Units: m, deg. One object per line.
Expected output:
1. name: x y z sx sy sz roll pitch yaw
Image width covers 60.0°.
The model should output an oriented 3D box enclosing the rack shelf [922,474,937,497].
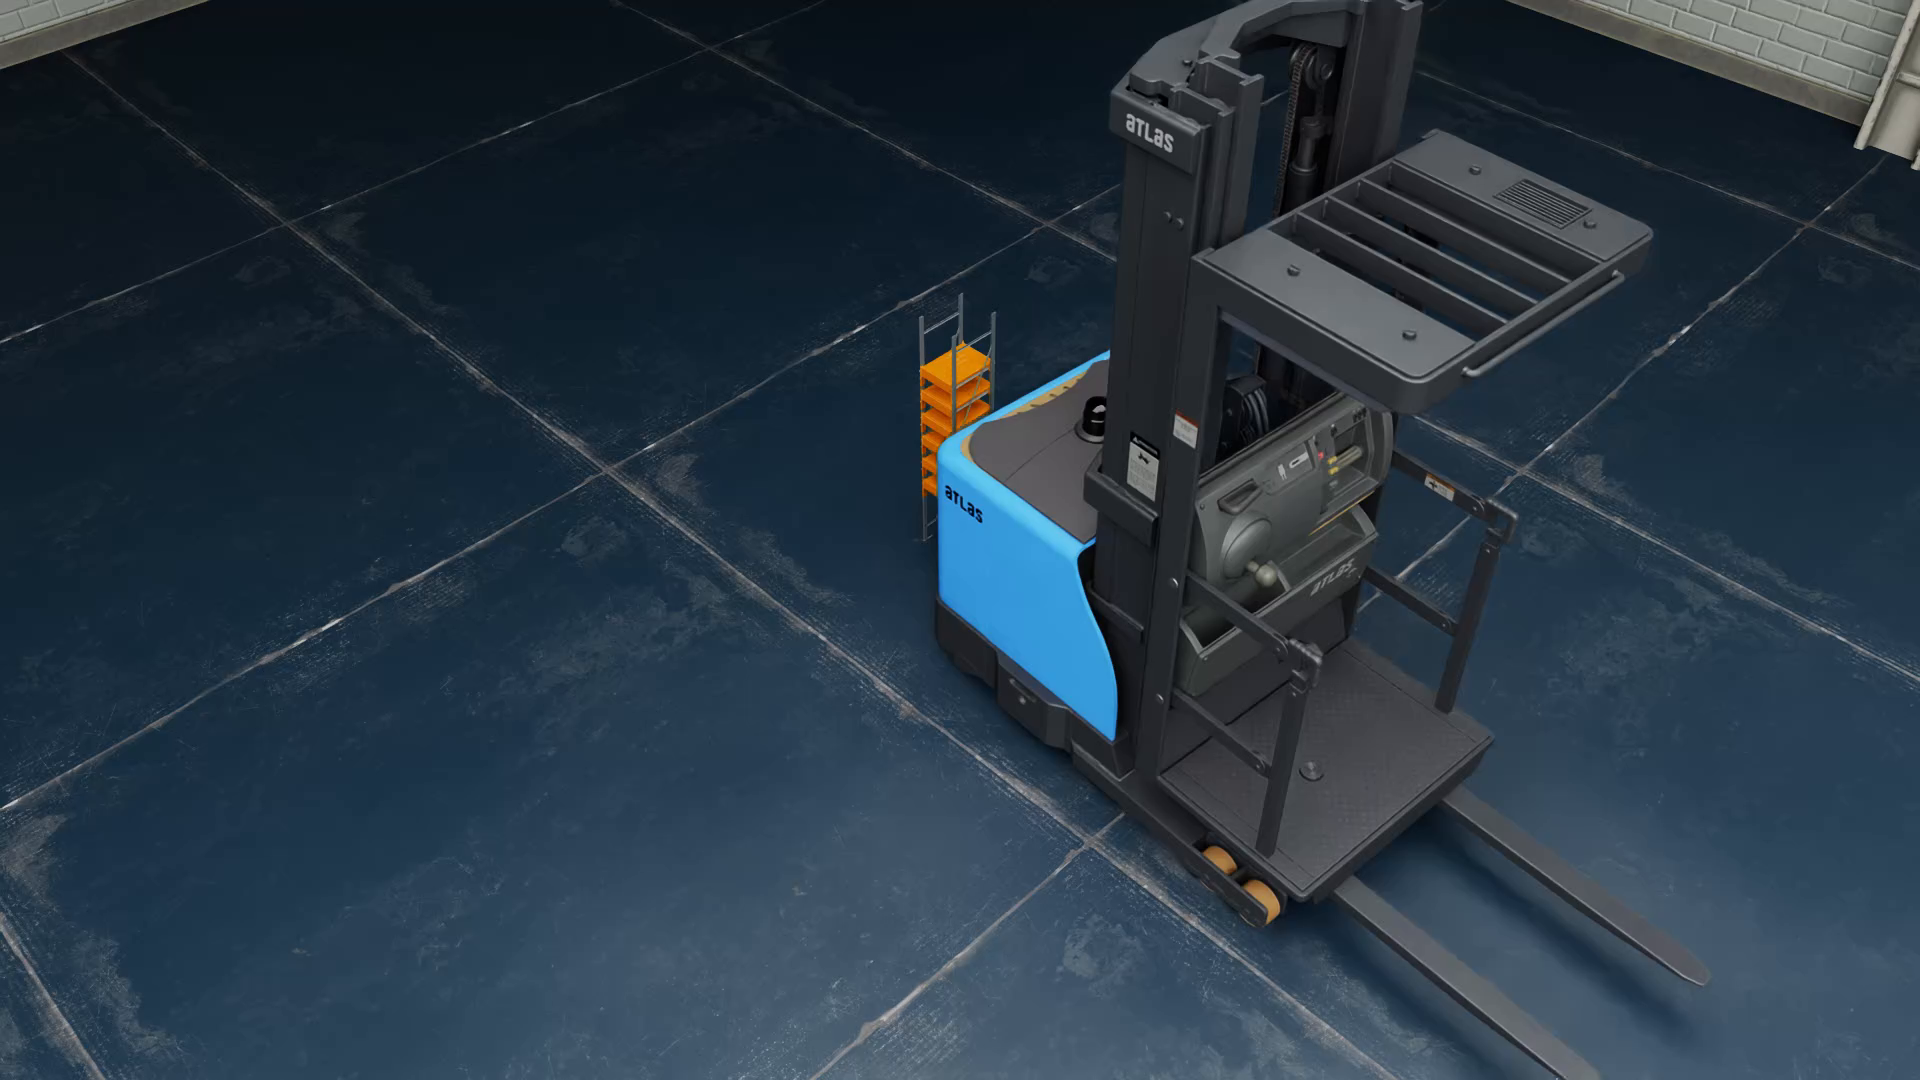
1. rack shelf: -0.010 -0.239 7.161 0.258 0.103 0.180 -34 53 -31

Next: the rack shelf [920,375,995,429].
1. rack shelf: -0.010 -0.591 6.835 0.258 0.103 0.180 -34 53 -31

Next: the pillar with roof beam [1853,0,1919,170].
1. pillar with roof beam: 2.516 -3.563 4.593 9.100 9.000 0.400 -34 53 -31

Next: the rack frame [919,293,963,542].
1. rack frame: -0.075 -0.492 7.015 0.240 1.200 0.006 -34 53 -31

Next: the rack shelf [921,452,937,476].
1. rack shelf: -0.010 -0.327 7.079 0.258 0.103 0.180 -34 53 -31

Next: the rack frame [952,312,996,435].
1. rack frame: 0.054 -0.404 6.920 0.240 1.200 0.006 -34 53 -31

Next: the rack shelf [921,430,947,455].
1. rack shelf: -0.010 -0.415 6.998 0.258 0.103 0.180 -34 53 -31

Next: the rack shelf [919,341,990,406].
1. rack shelf: -0.010 -0.679 6.754 0.258 0.103 0.180 -34 53 -31

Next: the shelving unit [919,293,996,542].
1. shelving unit: -0.010 -0.448 6.968 0.258 1.200 0.189 -34 53 -31

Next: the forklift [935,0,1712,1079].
1. forklift: 1.241 -0.103 5.319 1.130 2.935 3.031 -30 51 -29

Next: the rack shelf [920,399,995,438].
1. rack shelf: -0.010 -0.503 6.916 0.258 0.103 0.180 -34 53 -31
